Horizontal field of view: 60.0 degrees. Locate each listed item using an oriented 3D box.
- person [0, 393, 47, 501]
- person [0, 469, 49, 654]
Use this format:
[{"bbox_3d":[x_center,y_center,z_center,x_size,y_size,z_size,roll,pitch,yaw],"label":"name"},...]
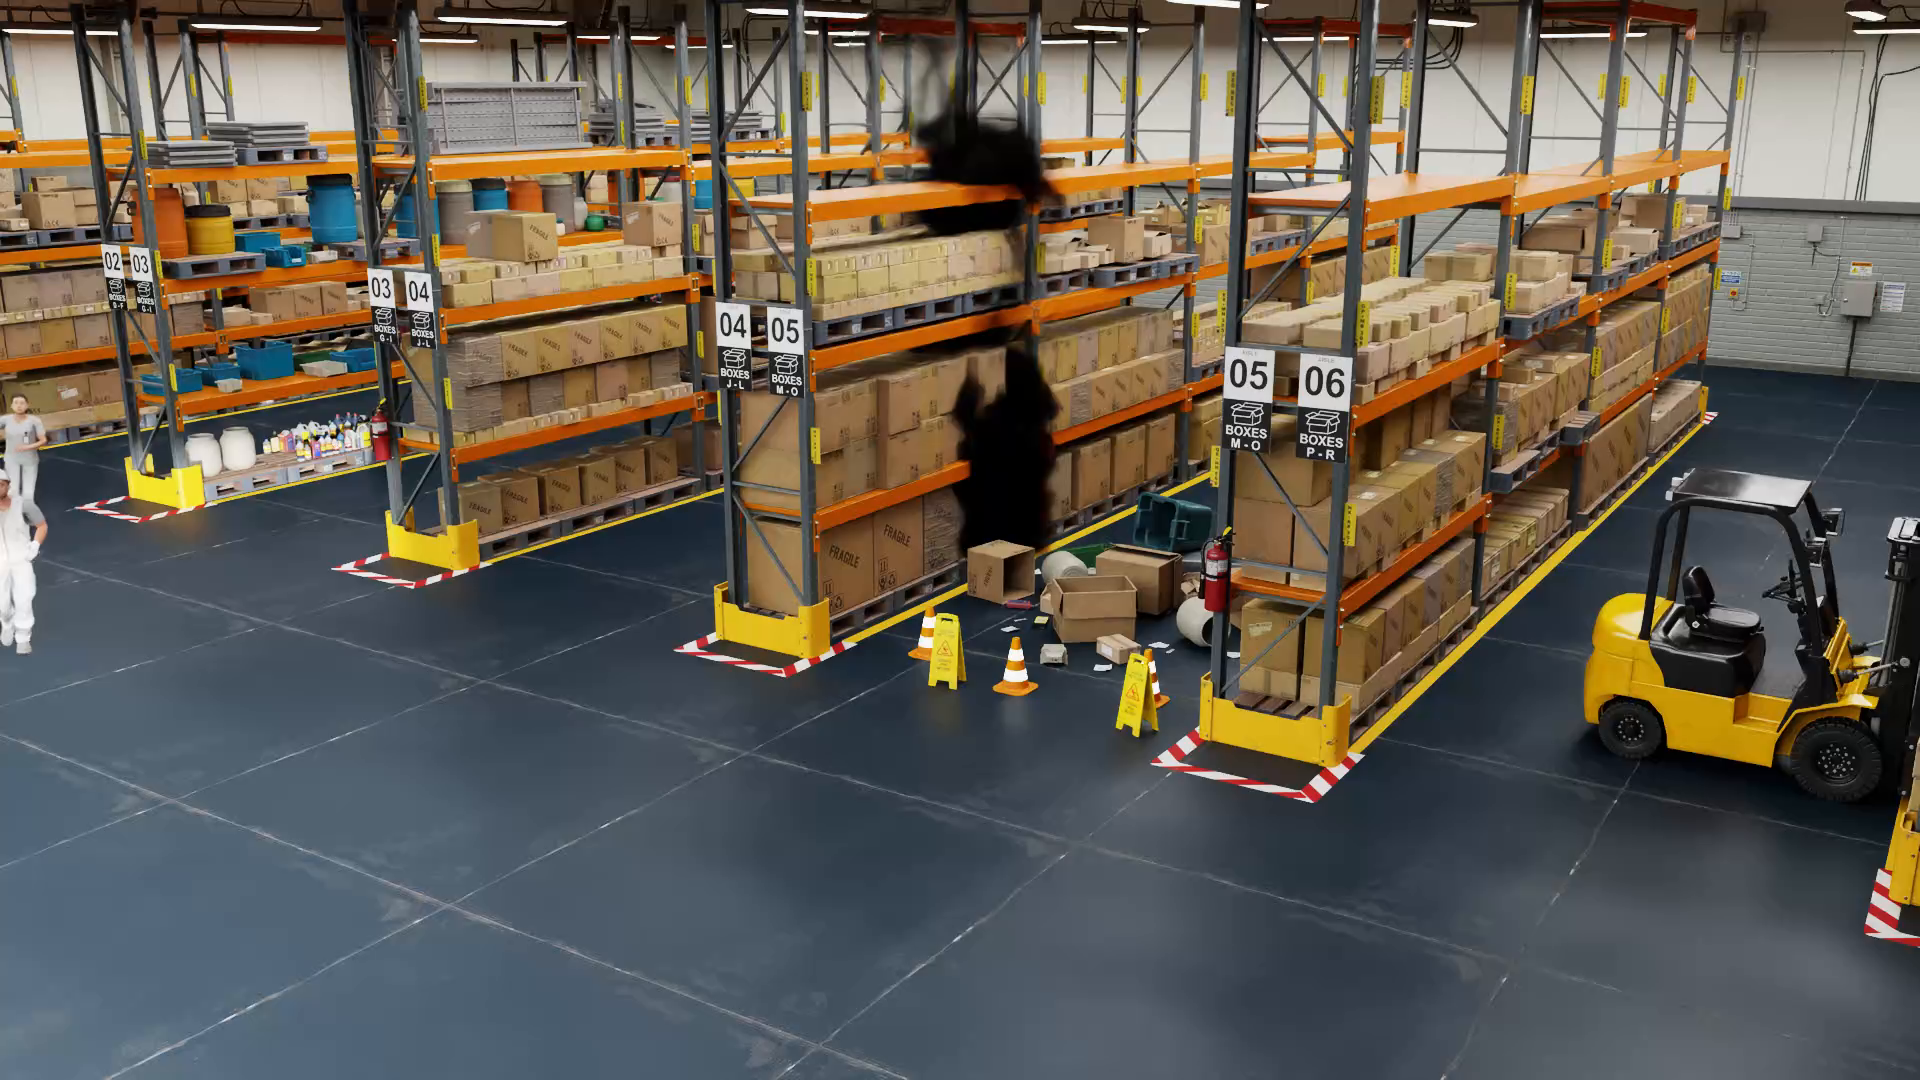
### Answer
[{"bbox_3d":[-10.913,-0.896,19.366,0.564,1.645,0.641,-8,18,-28],"label":"person"},{"bbox_3d":[-8.683,0.204,15.220,0.669,1.749,0.557,-8,17,-26],"label":"person"}]
